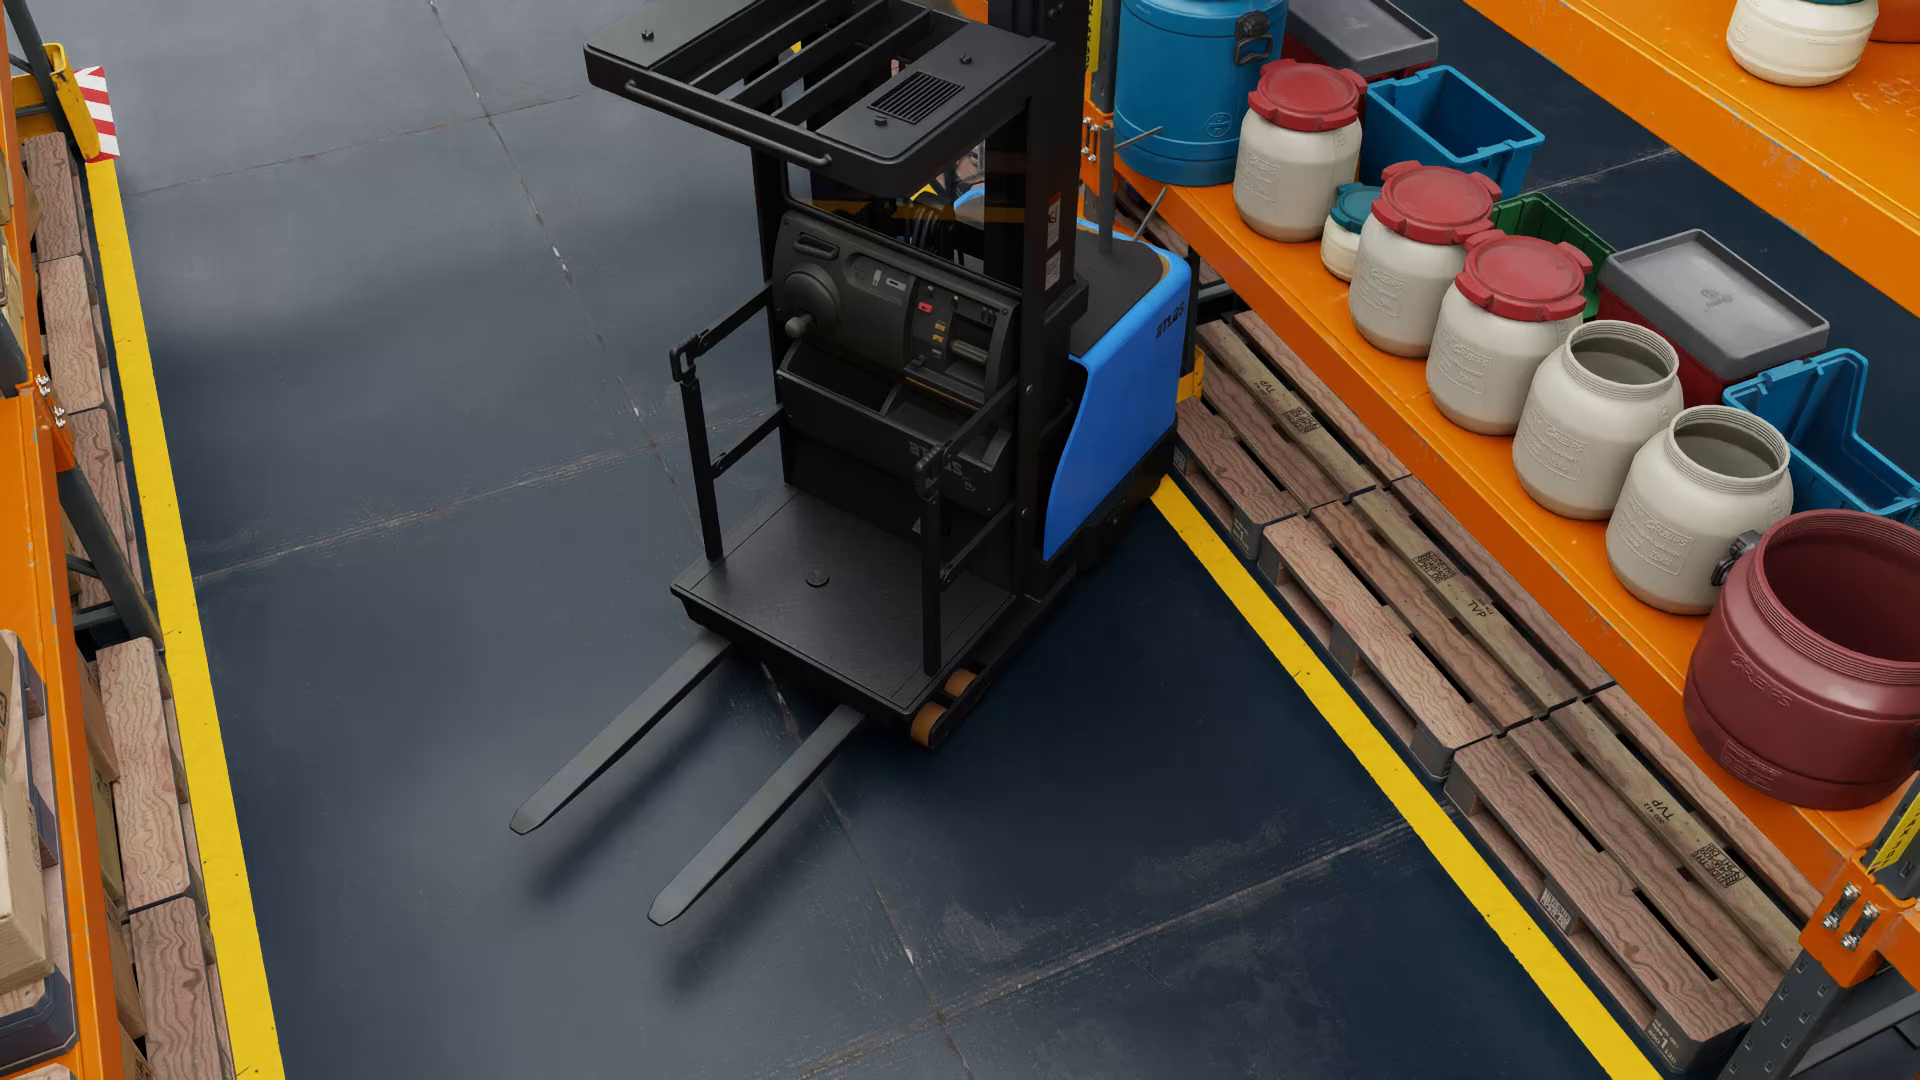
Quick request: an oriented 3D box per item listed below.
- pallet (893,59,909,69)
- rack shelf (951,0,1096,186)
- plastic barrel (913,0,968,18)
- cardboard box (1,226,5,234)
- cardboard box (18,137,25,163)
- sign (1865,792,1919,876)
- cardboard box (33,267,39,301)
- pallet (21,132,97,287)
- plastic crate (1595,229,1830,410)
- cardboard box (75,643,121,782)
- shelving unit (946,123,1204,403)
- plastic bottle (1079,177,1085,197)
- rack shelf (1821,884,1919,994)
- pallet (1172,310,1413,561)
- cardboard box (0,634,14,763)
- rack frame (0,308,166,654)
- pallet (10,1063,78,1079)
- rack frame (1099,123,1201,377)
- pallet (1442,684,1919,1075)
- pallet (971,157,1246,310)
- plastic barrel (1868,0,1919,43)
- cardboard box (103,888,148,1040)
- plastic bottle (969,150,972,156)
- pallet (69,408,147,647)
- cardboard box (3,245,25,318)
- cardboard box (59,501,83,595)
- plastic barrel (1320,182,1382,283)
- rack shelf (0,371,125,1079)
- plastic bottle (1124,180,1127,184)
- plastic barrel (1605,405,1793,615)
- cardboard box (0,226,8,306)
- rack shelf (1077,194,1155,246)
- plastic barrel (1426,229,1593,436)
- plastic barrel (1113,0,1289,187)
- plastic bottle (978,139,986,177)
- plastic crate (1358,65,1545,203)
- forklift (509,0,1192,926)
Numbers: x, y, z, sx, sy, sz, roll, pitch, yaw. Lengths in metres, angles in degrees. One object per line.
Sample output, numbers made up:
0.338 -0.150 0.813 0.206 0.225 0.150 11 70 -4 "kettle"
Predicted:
-0.274 -2.999 9.639 1.003 0.211 1.213 -18 47 -17 "pallet"
0.155 -3.014 8.182 1.077 0.370 4.000 -18 47 -17 "rack shelf"
-0.129 -3.093 9.221 0.421 0.512 0.421 0 45 0 "plastic barrel"
-3.652 -1.141 5.949 0.380 0.149 0.250 -18 47 -17 "cardboard box"
-4.932 -1.939 8.060 0.500 0.500 0.500 -10 45 -10 "cardboard box"
2.182 0.662 3.827 0.100 0.325 0.005 -18 47 -17 "sign"
-4.403 -1.164 7.275 0.500 0.500 0.500 -14 46 -14 "cardboard box"
-4.838 -1.513 8.133 1.003 0.211 1.213 -18 47 -17 "pallet"
2.276 -0.590 5.167 0.402 0.464 0.583 -18 47 -17 "plastic crate"
-3.259 0.597 5.475 0.700 0.500 0.500 -22 49 -20 "cardboard box"
0.456 -1.306 6.825 0.587 1.500 1.083 -28 49 -23 "shelving unit"
0.595 -1.578 7.786 0.144 0.351 0.185 -18 47 -17 "plastic bottle"
3.519 2.084 3.015 1.077 0.370 4.000 -18 47 -17 "rack shelf"
1.362 -0.514 7.121 1.003 0.211 1.213 -18 47 -17 "pallet"
-2.685 0.358 3.879 0.797 0.503 0.637 -14 46 -13 "cardboard box"
-3.497 -0.533 5.155 1.000 3.000 0.127 -18 47 -17 "rack frame"
-2.212 1.661 3.067 1.213 0.211 1.003 -18 47 -17 "pallet"
0.746 -1.033 6.525 0.500 1.500 0.032 -28 49 -23 "rack frame"
2.388 1.040 5.545 1.003 0.211 1.213 -18 47 -17 "pallet"
0.752 -1.444 8.063 1.003 0.211 1.213 -18 47 -17 "pallet"
2.255 -1.672 3.867 0.600 0.830 0.708 -18 47 -17 "plastic barrel"
-2.840 1.263 4.800 0.700 0.500 0.500 -22 49 -21 "cardboard box"
0.065 -2.072 8.343 0.097 0.271 0.097 0 45 0 "plastic bottle"
-3.812 0.042 6.557 1.003 0.211 1.213 -18 47 -17 "pallet"
-3.408 -0.833 5.637 0.380 0.149 0.250 -18 47 -17 "cardboard box"
-3.629 -0.060 6.156 0.500 0.500 0.500 -19 48 -19 "cardboard box"
1.414 -1.058 5.785 0.301 0.262 0.301 0 45 0 "plastic barrel"
-2.657 0.997 4.116 1.077 0.370 4.000 -18 47 -17 "rack shelf"
0.863 -1.875 8.144 0.097 0.271 0.097 0 45 0 "plastic bottle"
2.052 -0.079 4.615 0.421 0.512 0.421 0 45 0 "plastic barrel"
-3.631 -0.980 5.324 0.875 0.500 0.500 -18 47 -17 "cardboard box"
0.459 -1.183 6.956 0.538 0.185 1.000 -28 49 -23 "rack shelf"
1.690 -0.627 5.153 0.433 0.535 0.433 0 45 0 "plastic barrel"
0.884 -1.839 6.121 0.600 0.901 0.708 -18 47 -17 "plastic barrel"
0.183 -1.941 8.208 0.152 0.276 0.135 -17 47 -17 "plastic bottle"
1.742 -1.379 6.024 0.392 0.384 0.575 -18 47 -17 "plastic crate"
-0.353 -0.683 5.355 1.130 2.935 3.031 26 50 24 "forklift"
